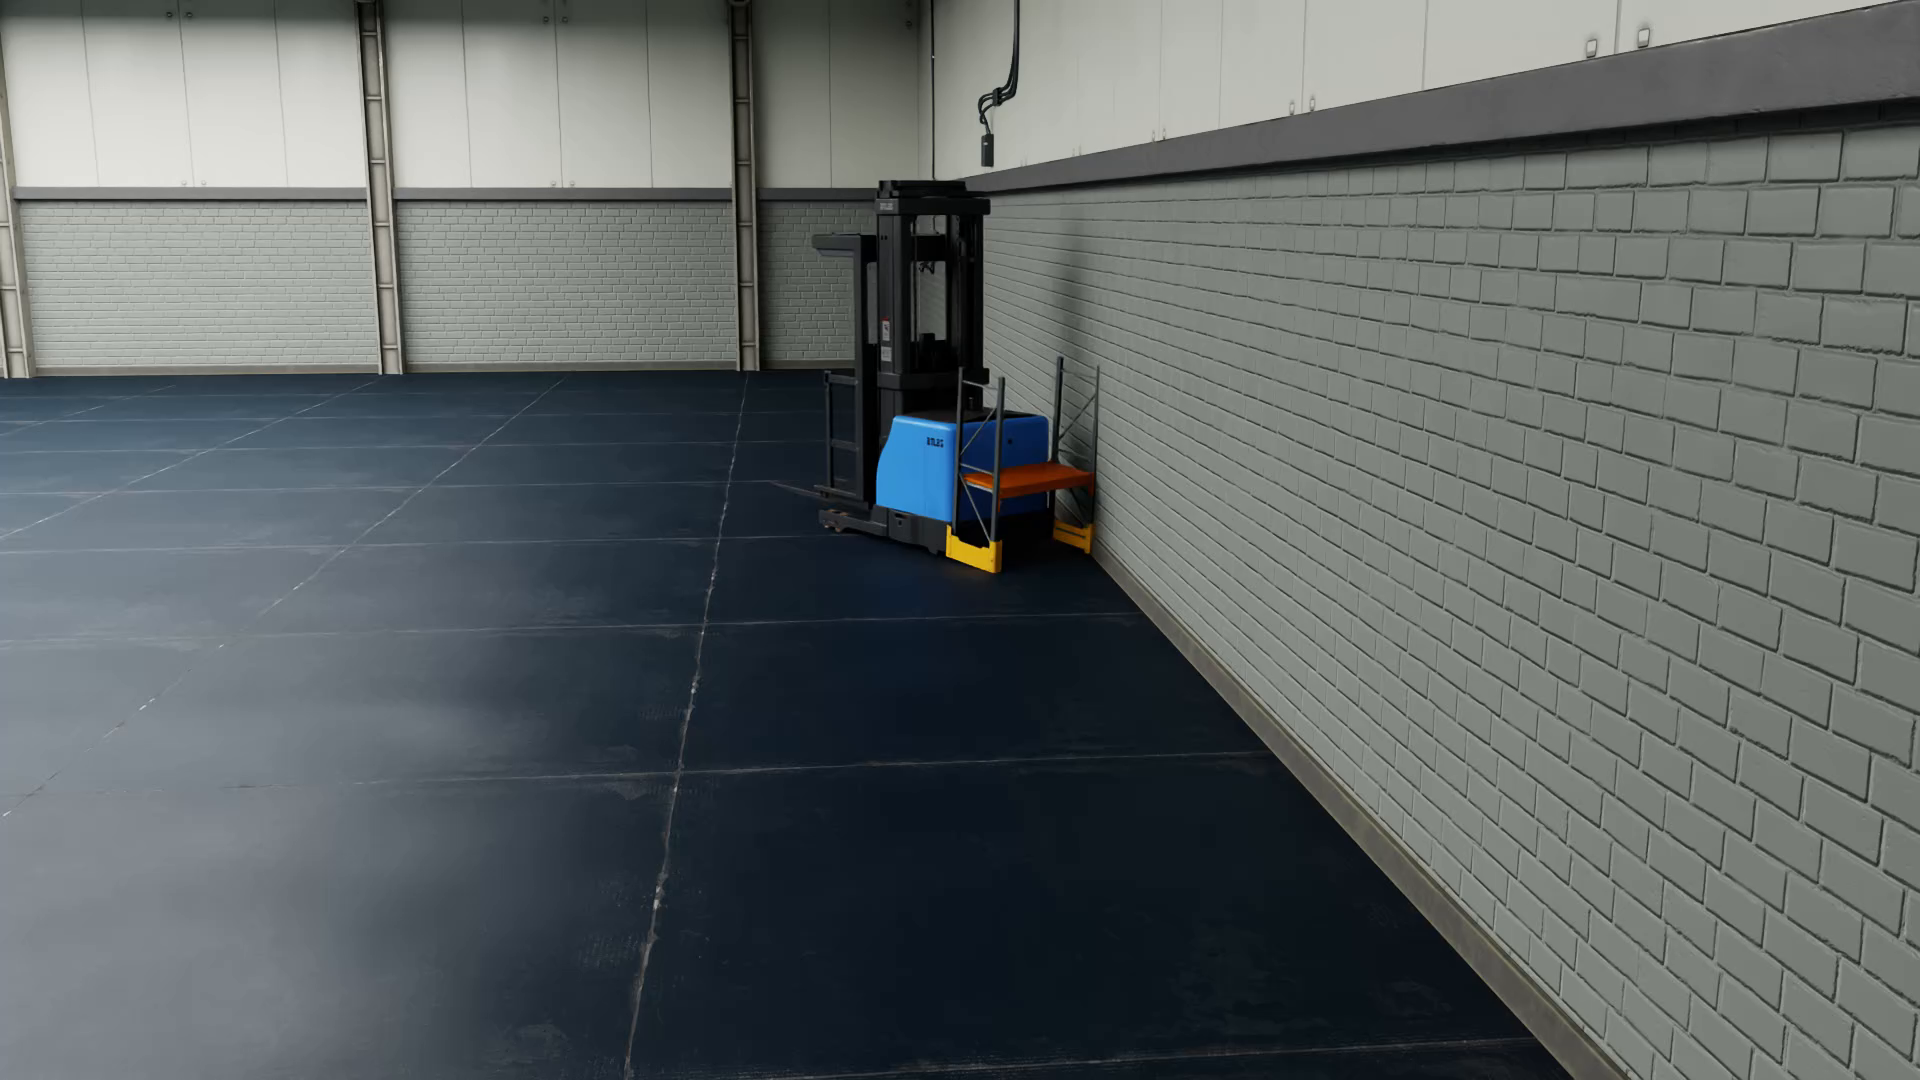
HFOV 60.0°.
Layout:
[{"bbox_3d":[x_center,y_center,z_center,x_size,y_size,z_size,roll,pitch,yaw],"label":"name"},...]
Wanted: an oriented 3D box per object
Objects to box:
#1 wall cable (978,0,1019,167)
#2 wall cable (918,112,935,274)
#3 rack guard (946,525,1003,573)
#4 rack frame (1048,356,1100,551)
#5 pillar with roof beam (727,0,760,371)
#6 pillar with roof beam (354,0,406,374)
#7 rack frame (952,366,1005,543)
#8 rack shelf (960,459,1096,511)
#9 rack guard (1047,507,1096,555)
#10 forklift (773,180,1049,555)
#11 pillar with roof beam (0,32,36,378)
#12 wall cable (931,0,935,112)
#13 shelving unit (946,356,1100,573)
[{"bbox_3d":[0.405,-7.027,17.467,0.169,6.003,2.305,-1,11,-6],"label":"wall cable"},{"bbox_3d":[-0.605,-5.656,27.357,0.112,2.526,3.097,-1,11,-6],"label":"wall cable"},{"bbox_3d":[0.106,0.065,12.799,0.087,0.250,0.587,-11,21,-39],"label":"rack guard"},{"bbox_3d":[0.913,-0.681,13.261,0.032,1.500,0.500,-11,21,-39],"label":"rack frame"},{"bbox_3d":[-3.211,-6.546,23.836,0.548,9.000,9.100,-1,11,-6],"label":"pillar with roof beam"},{"bbox_3d":[-9.176,-6.421,23.200,0.548,9.000,9.100,-1,11,-6],"label":"pillar with roof beam"},{"bbox_3d":[0.132,-0.535,12.627,0.032,1.500,0.500,-11,21,-39],"label":"rack frame"},{"bbox_3d":[0.515,-0.435,12.994,1.000,0.185,0.538,-11,21,-39],"label":"rack shelf"},{"bbox_3d":[0.872,-0.078,13.420,0.087,0.250,0.587,-11,21,-39],"label":"rack guard"},{"bbox_3d":[-0.559,-1.555,14.182,1.130,2.935,3.031,-8,14,-36],"label":"forklift"},{"bbox_3d":[-15.141,-6.296,22.564,0.400,9.000,9.100,-1,11,-6],"label":"pillar with roof beam"},{"bbox_3d":[-0.313,-7.615,24.231,0.112,2.526,3.097,-1,11,-6],"label":"wall cable"},{"bbox_3d":[0.515,-0.607,12.939,1.083,1.500,0.587,-11,21,-39],"label":"shelving unit"}]
